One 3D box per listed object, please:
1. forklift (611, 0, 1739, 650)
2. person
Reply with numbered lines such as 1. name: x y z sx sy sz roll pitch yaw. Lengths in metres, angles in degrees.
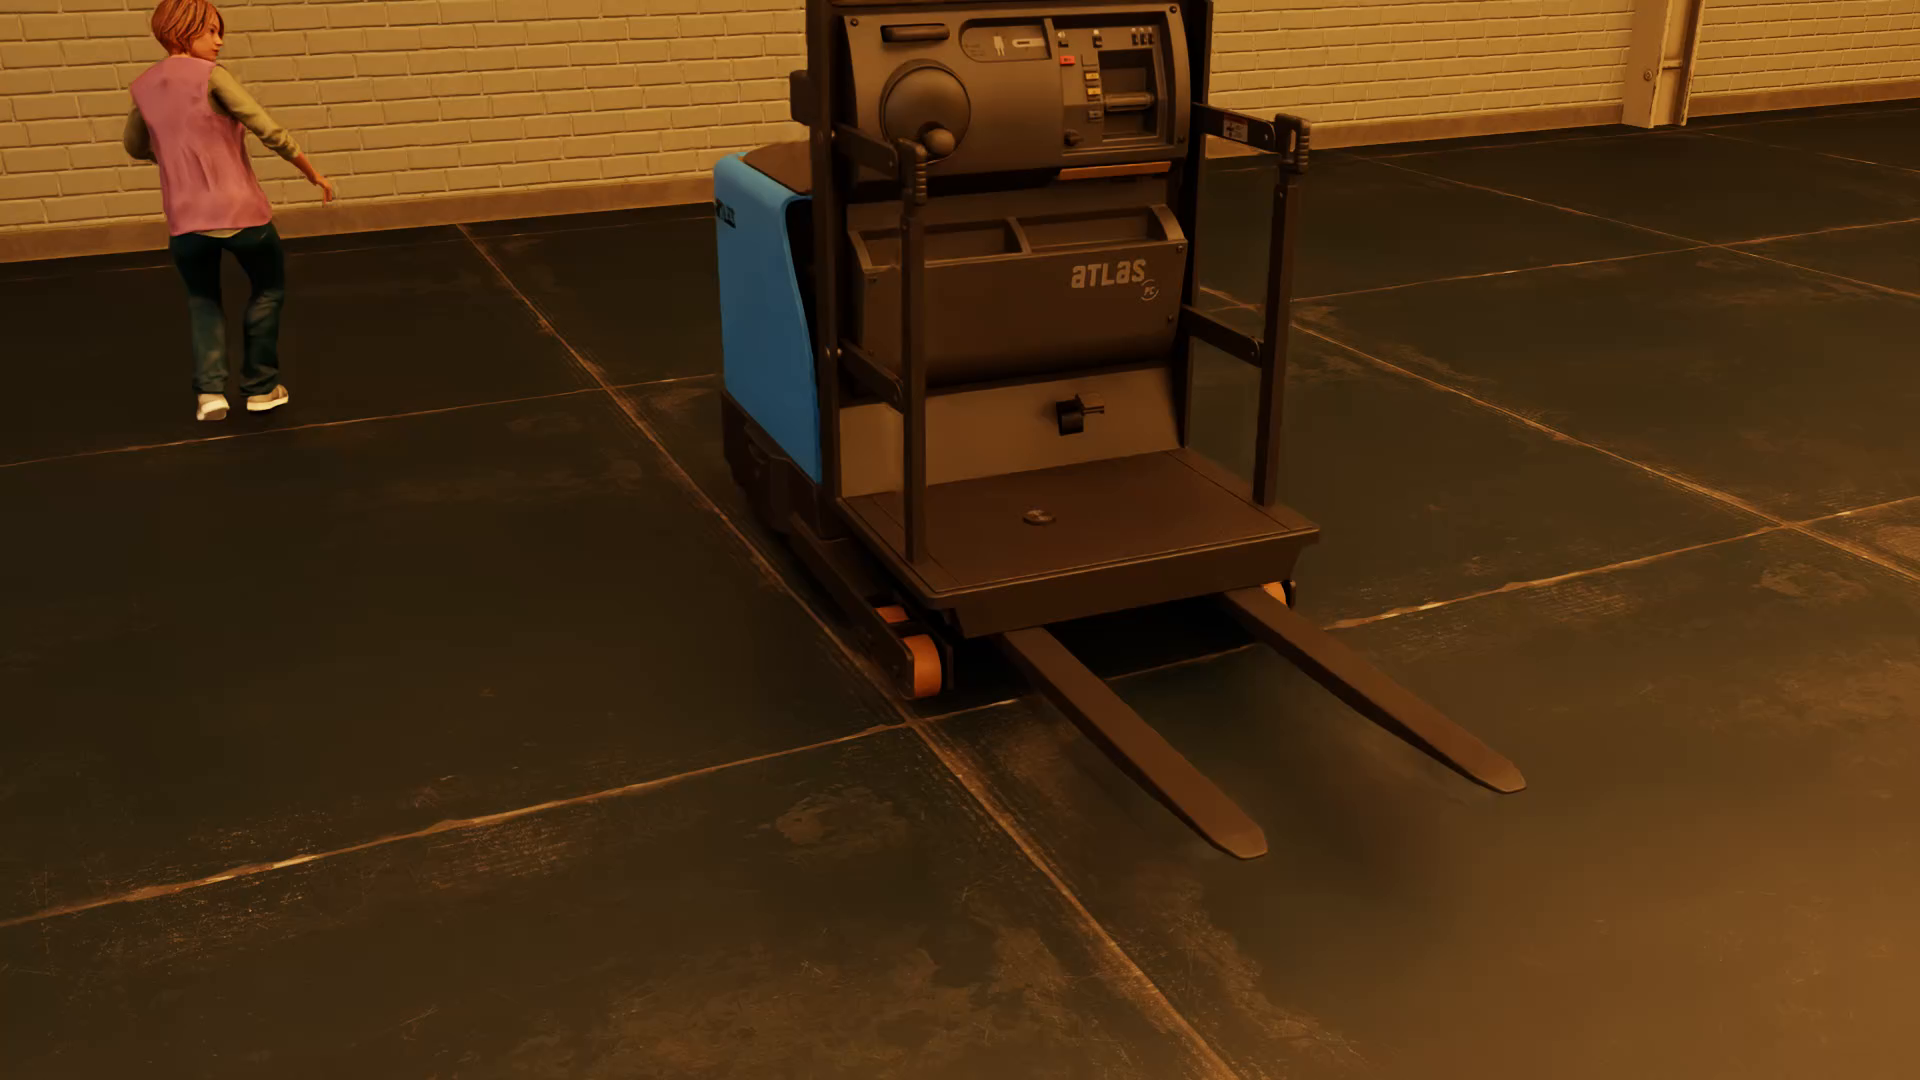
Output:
1. forklift: 0.601 -1.290 4.391 3.031 2.935 1.130 7 23 16
2. person: -2.774 -1.212 5.973 0.621 1.581 0.452 6 23 13
